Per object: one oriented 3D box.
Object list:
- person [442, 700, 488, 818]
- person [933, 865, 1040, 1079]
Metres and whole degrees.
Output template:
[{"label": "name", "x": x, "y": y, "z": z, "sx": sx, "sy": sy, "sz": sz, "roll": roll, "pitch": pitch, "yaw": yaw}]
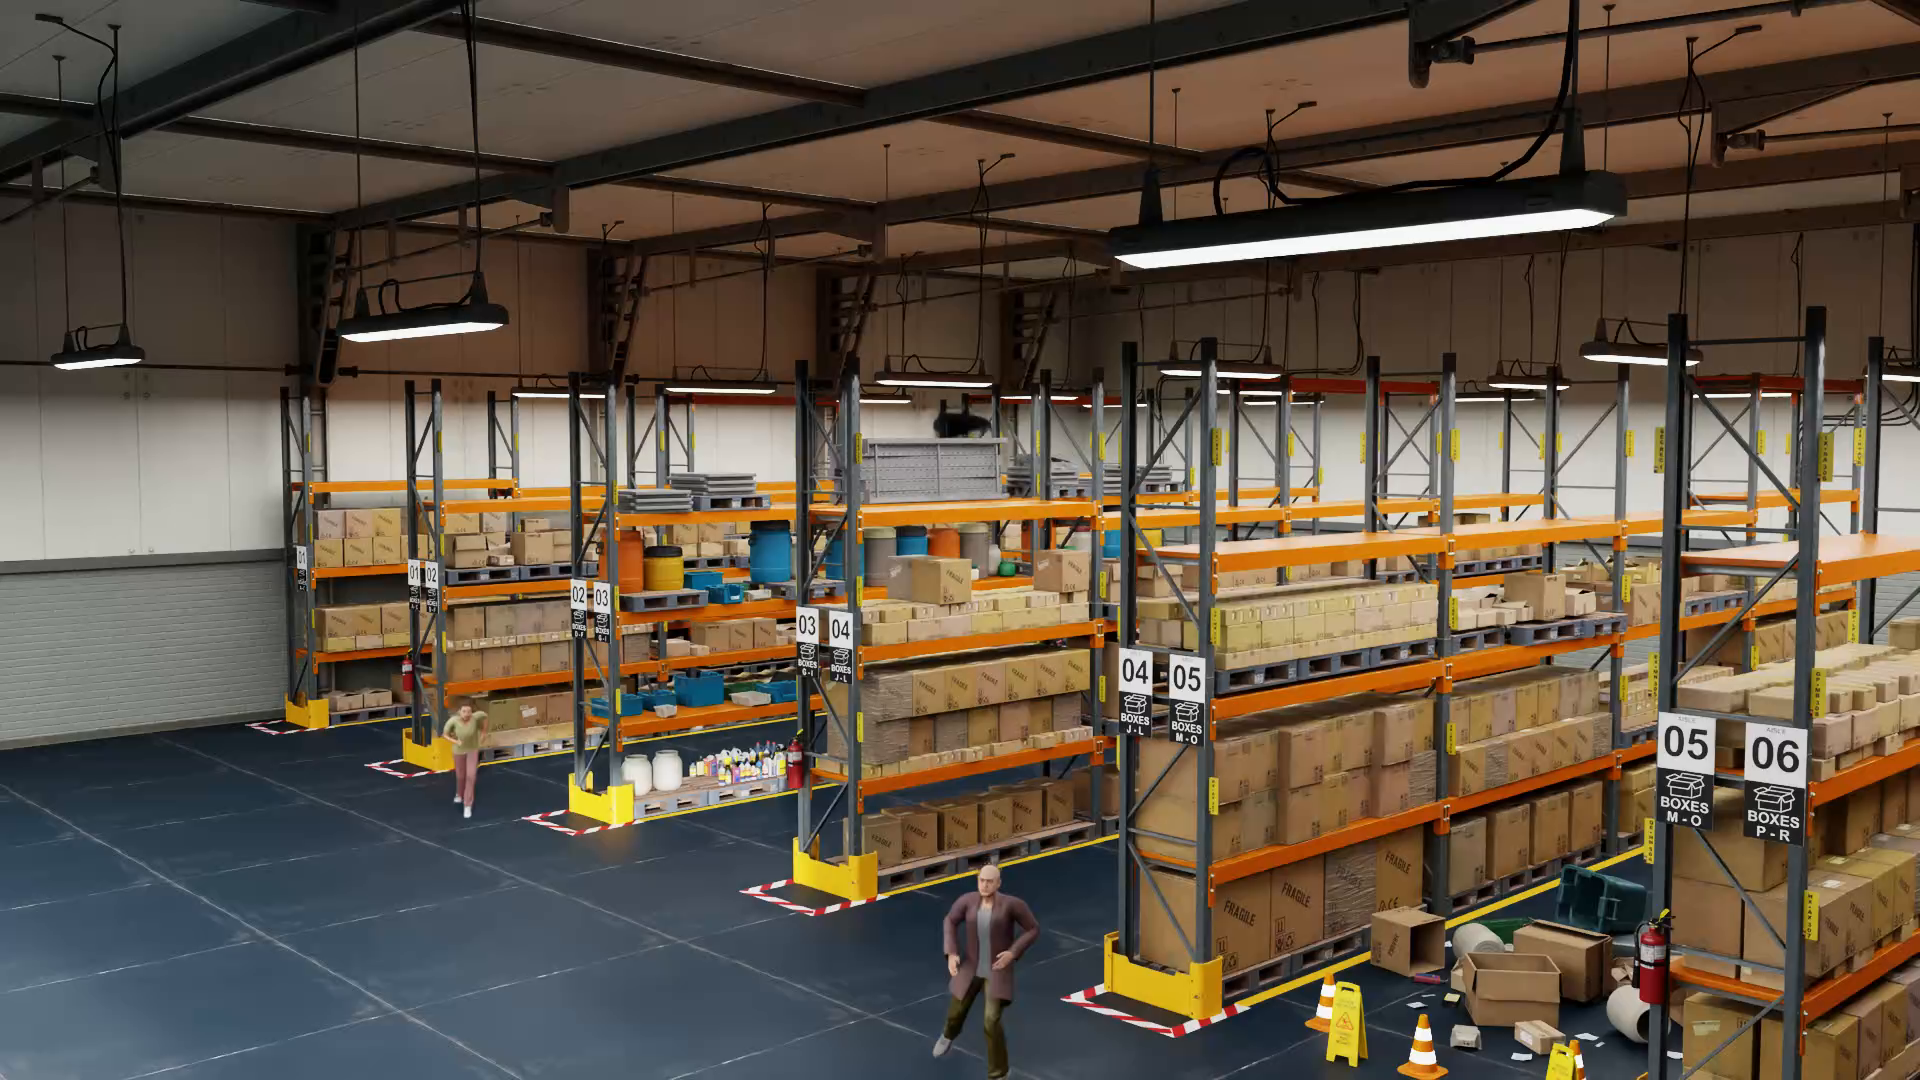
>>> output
[{"label": "person", "x": -6.778, "y": 2.944, "z": 22.777, "sx": 0.619, "sy": 1.623, "sz": 0.949, "roll": -1, "pitch": 4, "yaw": -22}, {"label": "person", "x": 0.182, "y": 3.563, "z": 13.328, "sx": 0.922, "sy": 1.585, "sz": 0.790, "roll": 1, "pitch": 4, "yaw": 15}]
